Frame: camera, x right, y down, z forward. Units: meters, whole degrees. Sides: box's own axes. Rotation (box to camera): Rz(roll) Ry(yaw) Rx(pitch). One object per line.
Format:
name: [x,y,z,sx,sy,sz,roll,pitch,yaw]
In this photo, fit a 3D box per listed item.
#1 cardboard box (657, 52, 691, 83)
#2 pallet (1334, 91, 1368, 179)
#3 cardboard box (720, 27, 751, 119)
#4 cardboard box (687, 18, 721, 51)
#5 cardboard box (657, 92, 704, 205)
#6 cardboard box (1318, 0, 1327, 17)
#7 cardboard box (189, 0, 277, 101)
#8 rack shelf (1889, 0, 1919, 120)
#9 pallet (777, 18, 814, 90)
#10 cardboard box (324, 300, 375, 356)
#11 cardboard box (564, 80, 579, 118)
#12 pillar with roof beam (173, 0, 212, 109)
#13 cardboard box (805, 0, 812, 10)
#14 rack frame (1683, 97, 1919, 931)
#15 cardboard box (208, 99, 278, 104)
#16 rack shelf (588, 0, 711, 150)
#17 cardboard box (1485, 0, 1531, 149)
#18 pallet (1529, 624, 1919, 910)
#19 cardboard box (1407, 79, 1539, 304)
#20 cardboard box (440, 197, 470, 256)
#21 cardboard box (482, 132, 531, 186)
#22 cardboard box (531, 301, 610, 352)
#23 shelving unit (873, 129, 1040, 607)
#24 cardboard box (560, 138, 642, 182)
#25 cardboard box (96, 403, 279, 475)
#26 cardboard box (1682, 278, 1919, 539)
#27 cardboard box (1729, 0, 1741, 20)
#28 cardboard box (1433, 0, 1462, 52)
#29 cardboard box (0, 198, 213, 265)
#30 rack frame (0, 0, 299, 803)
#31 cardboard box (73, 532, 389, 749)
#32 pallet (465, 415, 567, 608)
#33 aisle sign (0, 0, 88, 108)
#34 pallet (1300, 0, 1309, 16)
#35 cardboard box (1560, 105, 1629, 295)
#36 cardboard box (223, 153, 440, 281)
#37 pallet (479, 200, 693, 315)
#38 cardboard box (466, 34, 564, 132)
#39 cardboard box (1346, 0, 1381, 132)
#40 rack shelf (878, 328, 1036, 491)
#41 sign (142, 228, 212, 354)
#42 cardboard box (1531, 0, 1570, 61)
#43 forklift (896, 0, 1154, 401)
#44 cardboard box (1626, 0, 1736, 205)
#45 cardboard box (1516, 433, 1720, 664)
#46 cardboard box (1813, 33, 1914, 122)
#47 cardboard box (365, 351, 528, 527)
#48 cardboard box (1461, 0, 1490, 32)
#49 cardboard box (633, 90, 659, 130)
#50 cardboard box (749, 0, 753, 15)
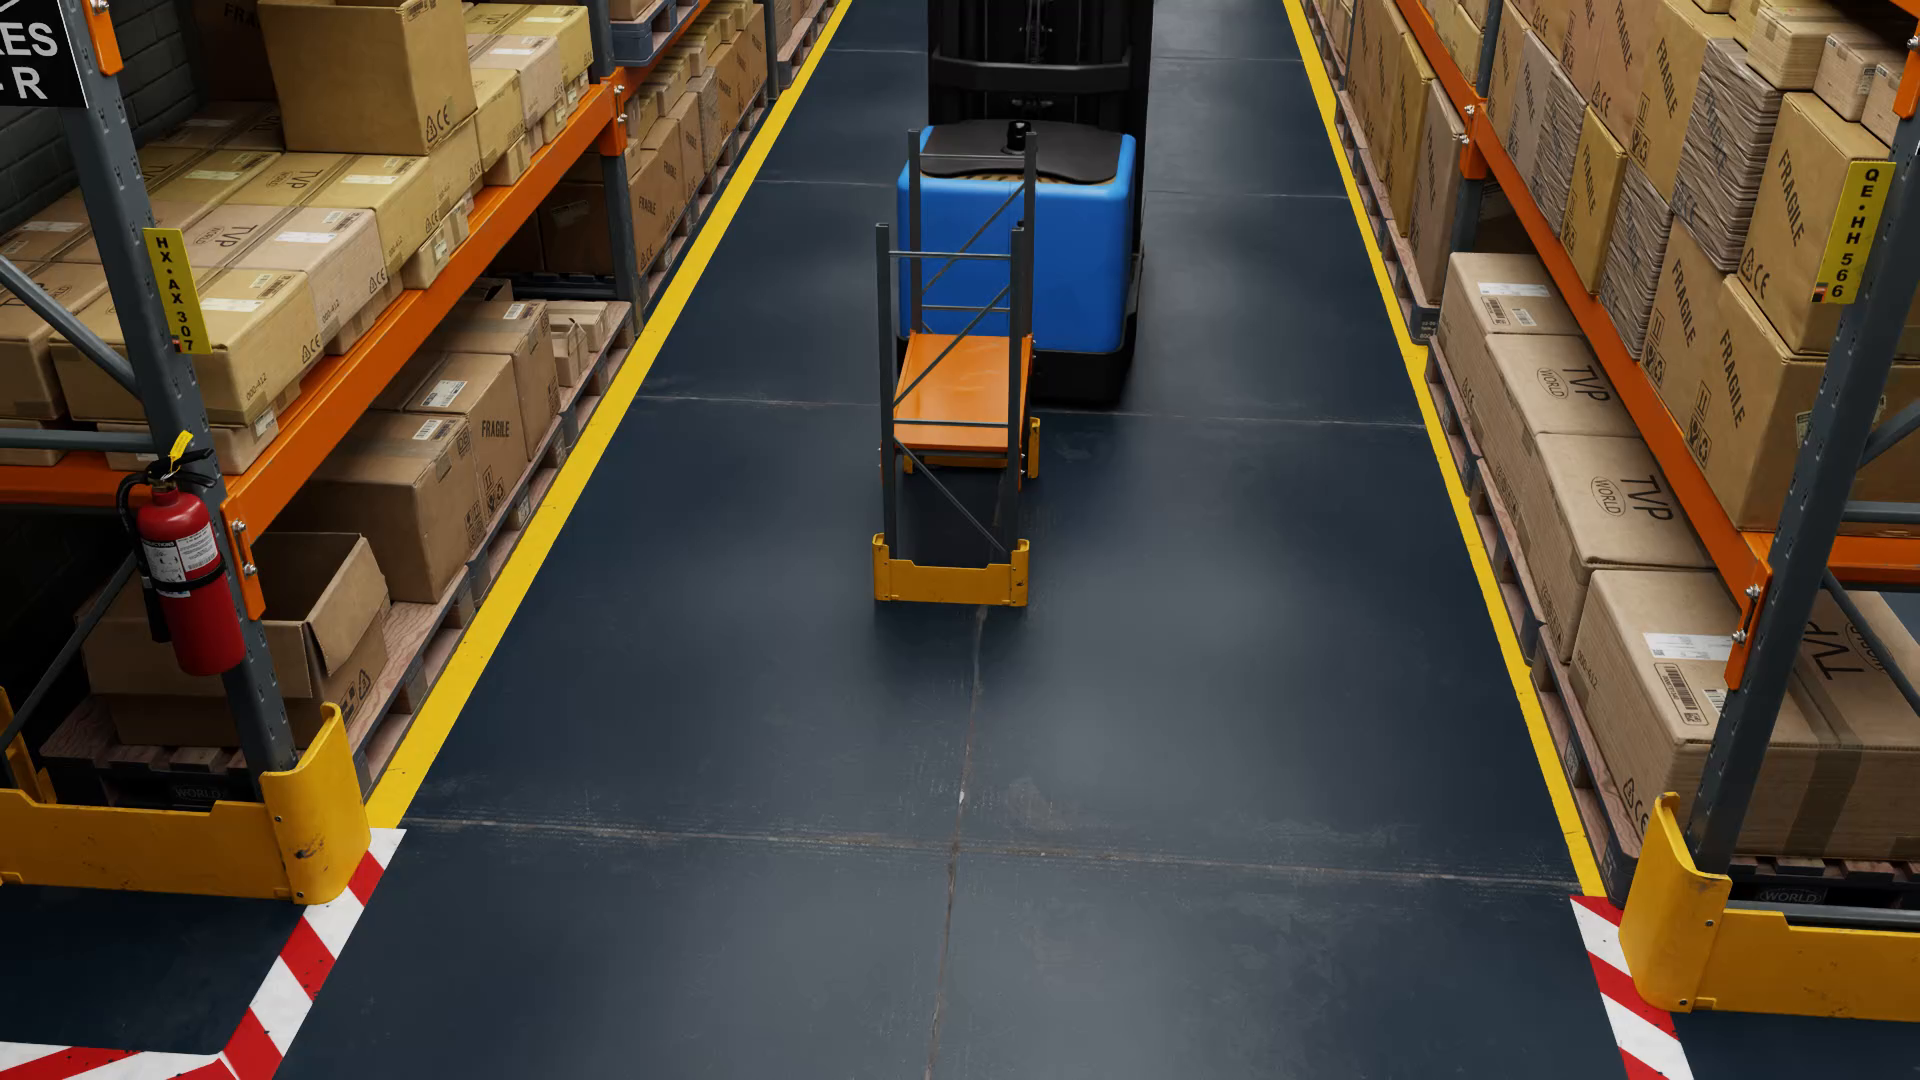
cardboard box: [-1.788,-2.743,9.706,0.380,0.149,0.250,3,32,4]
pallet: [3.014,-2.634,10.822,1.003,0.211,1.213,2,32,4]
cardboard box: [-1.665,-3.063,10.843,0.500,0.500,0.500,2,32,3]
cardboard box: [-1.705,-3.146,10.359,0.380,0.149,0.250,3,32,5]
cardboard box: [-1.777,-2.246,9.517,0.500,0.500,0.500,2,32,3]
cardboard box: [3.329,-4.367,13.082,0.950,0.372,0.625,3,32,6]
cardboard box: [-2.506,-1.963,6.221,0.500,0.500,0.500,2,32,3]
rack shelf: [2.665,-2.063,5.065,1.077,0.370,4.000,2,32,4]
pallet: [-1.688,-3.682,12.523,1.003,0.211,1.213,2,32,4]
cardboard box: [-2.102,-0.713,5.288,0.380,0.149,0.250,3,32,6]
cardboard box: [-1.893,-1.927,7.257,0.380,0.149,0.250,3,32,5]
pillar with roof beam: [1.216,-4.393,5.301,9.100,9.000,0.400,2,32,4]
cardboard box: [-1.629,-4.627,13.263,0.875,0.625,0.625,1,32,2]
rack frame: [2.502,-0.047,3.966,1.000,3.000,0.127,2,32,4]
cardboard box: [-2.507,-1.631,6.397,0.500,0.250,0.500,3,32,5]
rack shelf: [-1.957,-3.088,9.587,1.077,0.370,4.000,2,32,4]
cardboard box: [2.529,-1.947,6.954,0.500,0.500,0.500,3,32,6]
pallet: [2.490,0.719,5.382,1.003,0.211,1.213,2,32,4]
cardboard box: [2.799,-1.740,8.339,0.875,0.875,0.875,3,32,6]
cardboard box: [-1.989,-1.120,5.948,0.380,0.149,0.250,3,32,5]
cardboard box: [-1.931,-1.519,6.595,0.380,0.149,0.250,2,32,3]
cardboard box: [-1.872,-1.009,7.846,0.380,0.149,0.250,2,32,2]
shelving unit: [0.006,-0.678,6.421,0.587,1.500,1.083,2,32,4]
cardboard box: [-1.825,-1.915,8.363,0.380,0.149,0.250,4,32,6]
cardboard box: [-2.145,-0.310,4.633,0.380,0.149,0.250,2,32,4]
cardboard box: [2.278,-0.353,4.368,0.500,0.500,0.500,3,32,4]
cardboard box: [2.419,-1.523,4.696,0.380,0.149,0.250,2,32,4]
cardboard box: [2.656,-2.586,8.230,0.500,0.250,0.500,2,32,3]
cardboard box: [-2.629,-0.841,5.115,0.500,0.250,0.500,3,32,4]
rack frame: [-2.445,-0.257,4.307,1.000,3.000,0.127,2,32,4]
cardboard box: [-2.301,0.312,5.365,0.797,0.503,0.637,1,32,2]
pallet: [-2.273,-0.162,6.812,1.003,0.211,1.213,2,32,4]
aisle sign: [-2.158,-1.315,3.547,0.394,0.787,0.004,2,32,4]
pallet: [3.418,-4.727,14.219,1.003,0.211,1.213,2,32,4]
cardboard box: [2.395,-1.154,5.669,0.500,0.500,0.500,3,32,5]
cardboard box: [-2.061,-1.074,5.493,0.500,0.250,0.500,2,32,3]
pallet: [-2.091,-1.588,9.126,1.003,0.211,1.213,2,32,4]
cardboard box: [-1.944,-1.872,6.787,0.500,0.250,0.500,3,32,4]
cardboard box: [3.015,-3.146,10.621,0.875,0.875,0.875,2,32,4]
rack shelf: [0.007,-0.530,6.523,0.538,0.185,1.000,2,32,4]
sign: [-1.904,-0.602,4.043,0.100,0.325,0.005,2,32,4]
cardboard box: [2.501,-2.104,6.257,0.500,0.500,0.500,2,32,3]
forklift: [0.420,-2.643,8.245,1.130,2.935,3.031,4,32,7]
cardboard box: [2.361,-1.310,4.968,0.500,0.500,0.500,2,32,4]
cardboard box: [2.523,0.037,5.873,0.875,0.438,0.875,3,32,5]
cardboard box: [2.329,-1.121,4.043,0.380,0.149,0.250,3,32,5]
cardboard box: [-2.050,-0.405,6.530,0.500,0.500,0.500,3,32,5]
cardboard box: [2.622,-2.528,7.660,0.500,0.250,0.500,2,32,4]
cardboard box: [-1.861,-2.342,9.055,0.380,0.149,0.250,2,32,3]
cardboard box: [-1.582,-3.562,11.034,0.380,0.149,0.250,1,32,2]
